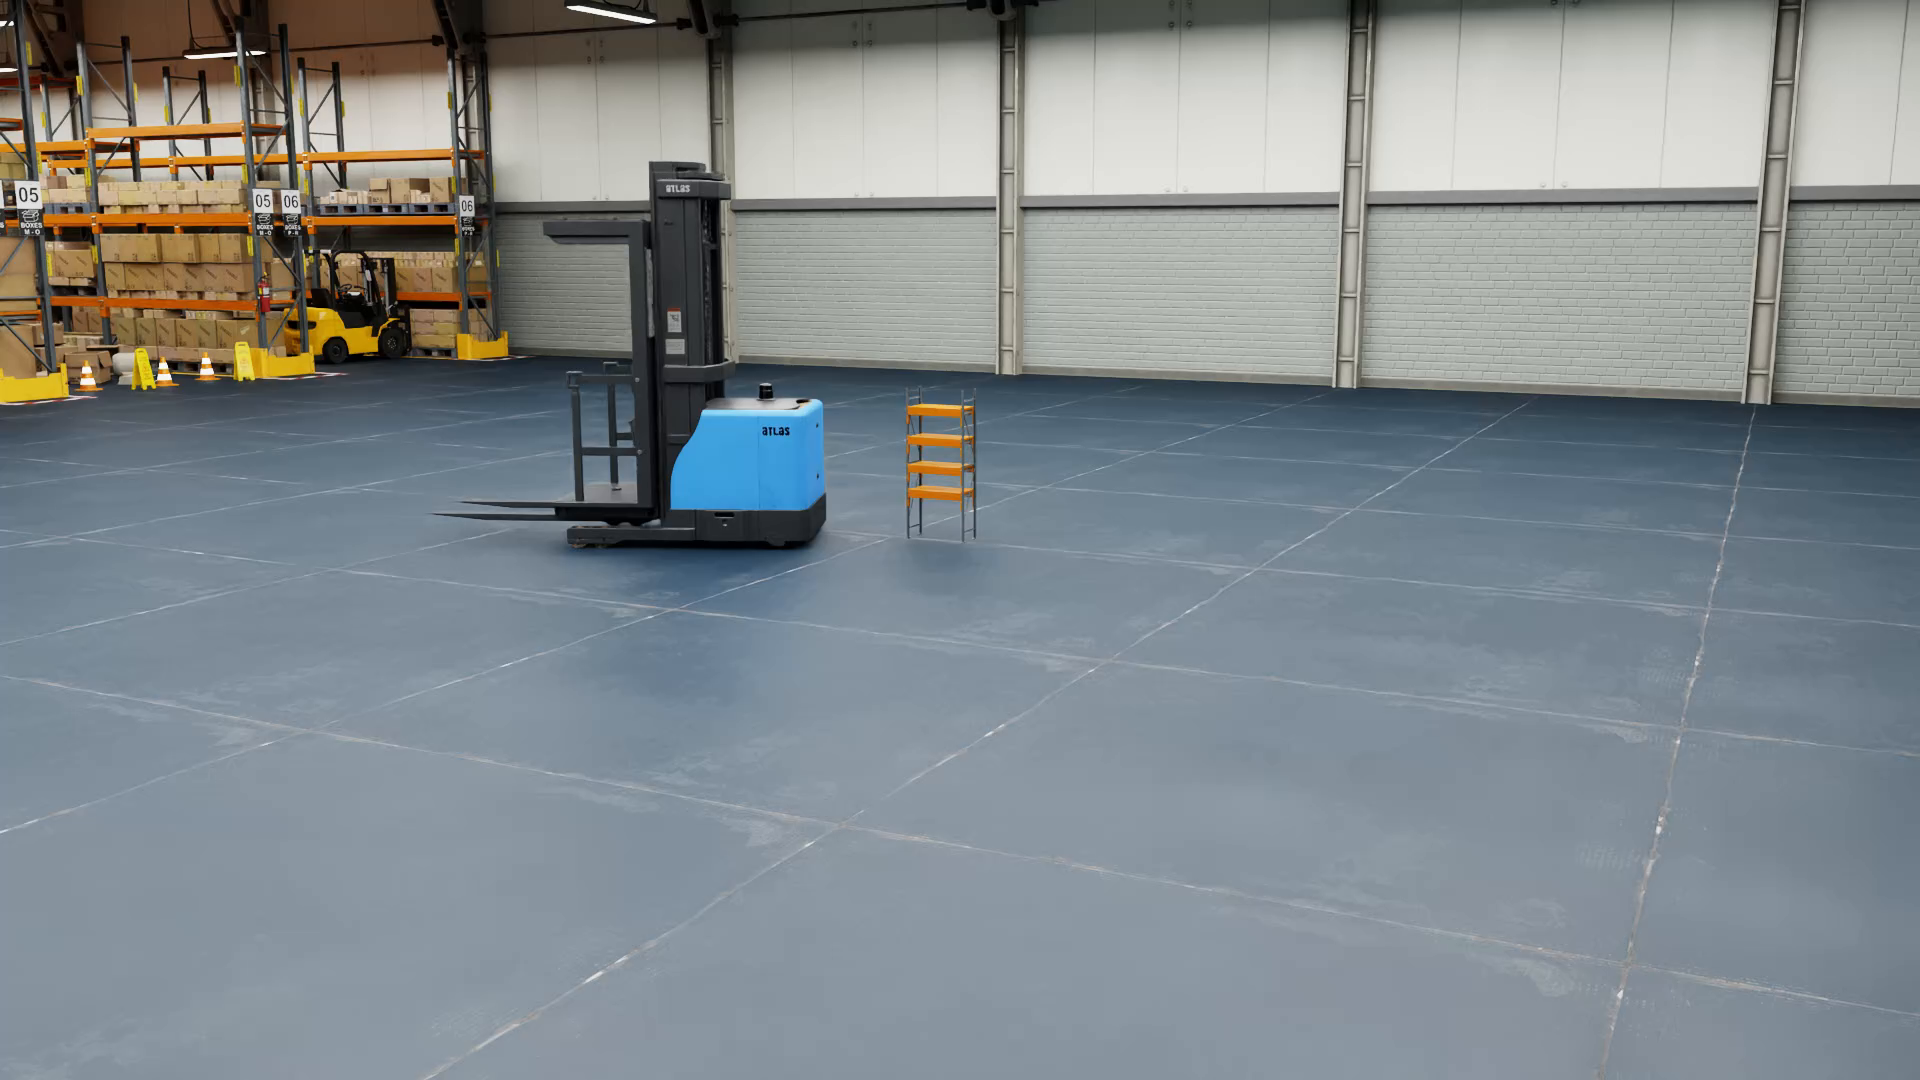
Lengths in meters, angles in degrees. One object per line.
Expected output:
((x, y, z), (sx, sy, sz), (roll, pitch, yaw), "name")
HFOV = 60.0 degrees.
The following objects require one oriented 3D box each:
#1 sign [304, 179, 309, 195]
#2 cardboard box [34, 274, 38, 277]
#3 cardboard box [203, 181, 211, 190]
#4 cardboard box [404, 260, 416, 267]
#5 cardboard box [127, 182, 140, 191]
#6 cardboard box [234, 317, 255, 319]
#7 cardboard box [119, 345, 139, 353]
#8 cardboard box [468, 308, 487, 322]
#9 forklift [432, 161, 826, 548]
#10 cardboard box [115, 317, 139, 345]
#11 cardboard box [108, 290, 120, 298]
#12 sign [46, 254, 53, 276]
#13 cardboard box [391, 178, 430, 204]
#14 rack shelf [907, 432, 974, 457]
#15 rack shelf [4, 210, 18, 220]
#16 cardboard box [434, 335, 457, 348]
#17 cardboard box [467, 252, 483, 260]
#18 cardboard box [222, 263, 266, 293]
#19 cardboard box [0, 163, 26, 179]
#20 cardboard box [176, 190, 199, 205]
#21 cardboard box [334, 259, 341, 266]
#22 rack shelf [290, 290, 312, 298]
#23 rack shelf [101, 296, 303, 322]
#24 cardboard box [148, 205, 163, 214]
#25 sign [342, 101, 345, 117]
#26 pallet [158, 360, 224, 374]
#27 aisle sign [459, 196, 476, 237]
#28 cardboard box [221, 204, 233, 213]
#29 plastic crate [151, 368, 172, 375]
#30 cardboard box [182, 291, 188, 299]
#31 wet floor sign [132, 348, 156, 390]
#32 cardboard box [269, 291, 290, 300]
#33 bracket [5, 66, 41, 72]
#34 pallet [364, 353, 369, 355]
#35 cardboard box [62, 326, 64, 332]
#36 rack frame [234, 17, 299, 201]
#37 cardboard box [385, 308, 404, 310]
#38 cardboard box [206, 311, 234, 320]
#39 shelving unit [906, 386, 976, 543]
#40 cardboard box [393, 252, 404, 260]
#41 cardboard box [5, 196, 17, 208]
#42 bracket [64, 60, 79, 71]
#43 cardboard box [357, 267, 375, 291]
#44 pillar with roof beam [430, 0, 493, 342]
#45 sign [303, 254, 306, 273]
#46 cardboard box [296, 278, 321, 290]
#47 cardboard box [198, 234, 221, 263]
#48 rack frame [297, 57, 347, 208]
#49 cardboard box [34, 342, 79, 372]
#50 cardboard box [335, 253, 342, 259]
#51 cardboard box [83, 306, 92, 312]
((-13.480, -7.285, 34.304), (0.005, 0.325, 0.100), (5, 11, 26), "sign")
((-17.333, -5.218, 31.345), (0.500, 0.500, 0.500), (5, 11, 24), "cardboard box")
((-12.945, -6.176, 28.973), (0.250, 0.149, 0.380), (5, 11, 26), "cardboard box")
((-11.022, -5.604, 33.669), (0.250, 0.149, 0.380), (5, 11, 24), "cardboard box")
((-14.601, -6.299, 29.657), (0.250, 0.149, 0.380), (5, 11, 25), "cardboard box")
((-12.948, -3.752, 29.975), (0.500, 0.500, 0.500), (5, 11, 24), "cardboard box")
((-15.032, -3.459, 30.459), (0.500, 0.250, 0.500), (4, 11, 23), "cardboard box")
((-10.009, -4.586, 33.882), (0.500, 0.250, 0.500), (5, 11, 25), "cardboard box")
((-2.642, -1.472, 13.134), (3.031, 2.935, 1.130), (1, 10, 4), "forklift")
((-15.032, -3.828, 30.392), (0.500, 0.500, 0.500), (6, 12, 29), "cardboard box")
((-15.301, -4.495, 30.349), (0.250, 0.149, 0.380), (5, 11, 26), "cardboard box")
((-13.703, -4.134, 24.996), (0.005, 0.325, 0.100), (5, 11, 26), "sign")
((-11.041, -7.046, 33.576), (0.500, 0.500, 0.700), (5, 11, 26), "cardboard box")
((-0.148, -0.757, 13.168), (0.480, 0.148, 0.258), (5, 11, 26), "rack shelf")
((-15.748, -4.860, 25.261), (4.000, 0.370, 1.077), (5, 11, 26), "rack shelf")
((-10.223, -4.013, 33.520), (0.500, 0.250, 0.500), (5, 11, 26), "cardboard box")
((-9.868, -5.748, 33.629), (0.250, 0.149, 0.380), (5, 11, 25), "cardboard box")
((-12.463, -4.574, 28.963), (0.500, 0.500, 0.500), (5, 11, 25), "cardboard box")
((-14.273, -5.464, 24.703), (0.500, 0.250, 0.500), (5, 11, 26), "cardboard box")
((-13.351, -6.005, 29.152), (0.500, 0.250, 0.500), (5, 12, 27), "cardboard box")
((-12.846, -5.769, 34.580), (0.250, 0.149, 0.380), (5, 12, 27), "cardboard box")
((-15.042, -5.291, 36.063), (4.000, 0.370, 1.077), (5, 11, 26), "rack shelf")
((-13.648, -4.183, 29.940), (4.000, 0.370, 1.077), (5, 11, 26), "rack shelf")
((-14.153, -5.868, 29.511), (0.250, 0.149, 0.380), (5, 11, 25), "cardboard box")
((-12.981, -9.064, 34.976), (0.005, 0.325, 0.100), (5, 11, 26), "sign")
((-13.726, -3.179, 30.204), (1.213, 0.211, 1.003), (5, 11, 26), "pallet")
((-9.733, -6.400, 32.868), (0.004, 0.787, 0.394), (5, 11, 26), "aisle sign")
((-12.536, -5.730, 28.748), (0.250, 0.149, 0.380), (5, 11, 26), "cardboard box")
((-14.397, -3.003, 29.600), (0.583, 0.080, 0.402), (1, 10, 6), "plastic crate")
((-13.647, -4.375, 29.684), (0.250, 0.149, 0.380), (5, 11, 26), "cardboard box")
((-13.052, -2.736, 26.537), (0.232, 0.644, 0.267), (3, 11, 16), "wet floor sign")
((-12.068, -4.316, 29.358), (0.250, 0.149, 0.380), (5, 11, 26), "cardboard box")
((-23.489, -11.219, 39.845), (4.783, 0.066, 0.076), (5, 11, 26), "bracket")
((-12.554, -4.046, 34.994), (1.213, 0.211, 1.003), (5, 11, 26), "pallet")
((-21.053, -4.919, 38.812), (0.250, 0.149, 0.380), (5, 11, 24), "cardboard box")
((-11.855, -7.331, 28.471), (0.127, 3.000, 1.000), (5, 11, 26), "rack frame")
((-11.581, -4.623, 34.086), (0.500, 0.250, 0.500), (5, 11, 25), "cardboard box")
((-13.047, -3.961, 29.307), (0.250, 0.149, 0.380), (5, 12, 27), "cardboard box")
((-0.148, -0.603, 13.195), (0.503, 1.200, 0.258), (5, 11, 26), "shelving unit")
((-11.265, -5.766, 33.731), (0.250, 0.149, 0.380), (5, 12, 27), "cardboard box")
((-17.648, -6.421, 31.573), (0.637, 0.503, 0.797), (5, 11, 26), "cardboard box")
((-20.434, -10.951, 38.361), (0.430, 0.232, 0.235), (5, 11, 26), "bracket")
((-12.037, -5.382, 34.264), (0.500, 0.500, 0.500), (5, 11, 25), "cardboard box")
((-11.792, -7.636, 30.152), (0.548, 9.000, 9.100), (5, 11, 26), "pillar with roof beam")
((-11.615, -4.892, 29.407), (0.005, 0.325, 0.100), (5, 11, 26), "sign")
((-13.817, -5.412, 35.130), (0.500, 0.250, 0.500), (5, 12, 27), "cardboard box")
((-12.860, -5.113, 29.137), (0.500, 0.500, 0.700), (5, 11, 26), "cardboard box")
((-13.249, -8.440, 34.594), (0.127, 3.000, 1.000), (5, 11, 26), "rack frame")
((-15.392, -3.024, 28.146), (0.503, 0.637, 0.797), (5, 11, 26), "cardboard box")
((-12.812, -5.927, 34.616), (0.250, 0.149, 0.380), (5, 11, 27), "cardboard box")
((-19.937, -5.334, 38.296), (0.250, 0.149, 0.380), (5, 11, 24), "cardboard box")
